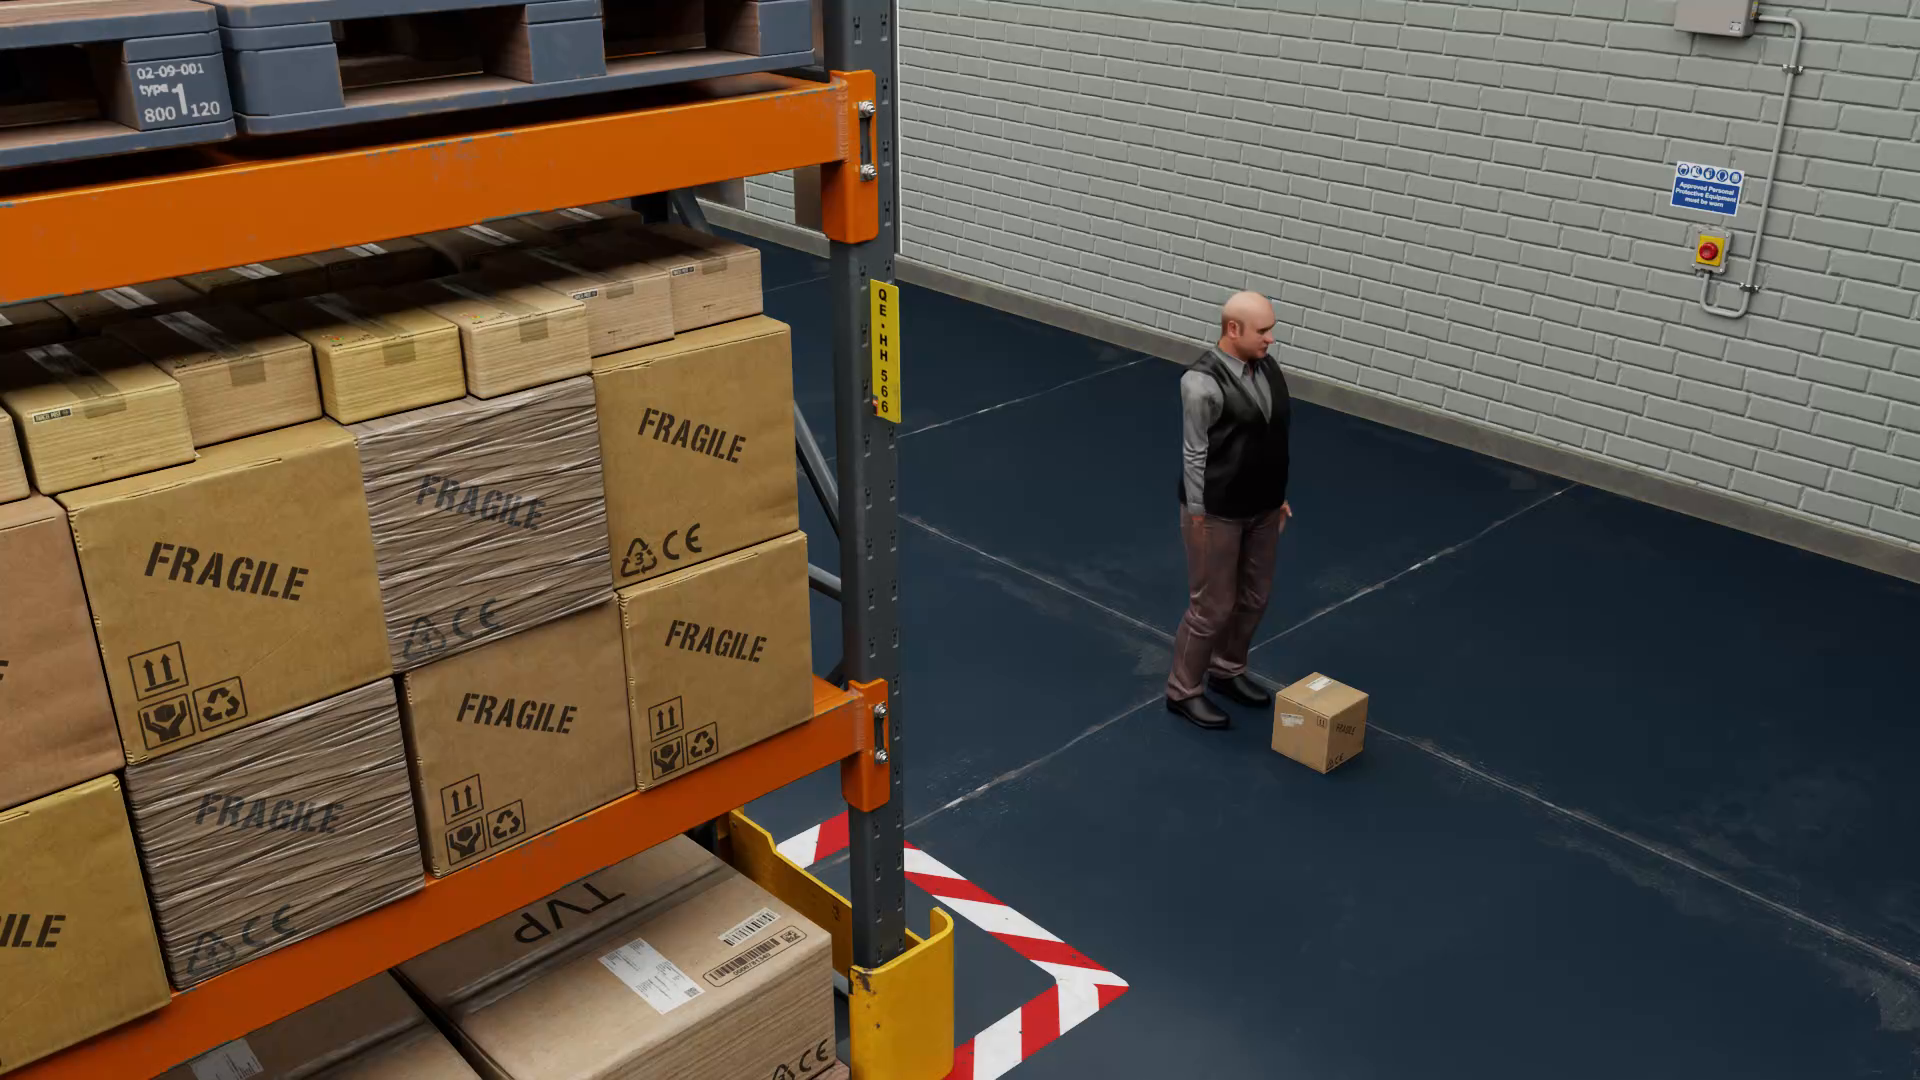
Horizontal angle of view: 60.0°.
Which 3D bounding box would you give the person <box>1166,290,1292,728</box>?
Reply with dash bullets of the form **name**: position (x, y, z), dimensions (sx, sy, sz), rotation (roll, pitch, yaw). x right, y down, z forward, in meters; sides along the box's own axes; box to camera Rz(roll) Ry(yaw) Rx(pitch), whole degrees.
- **person**: position (1.059, -0.123, 6.420), dimensions (0.533, 1.714, 0.358), rotation (-20, 31, -38)
